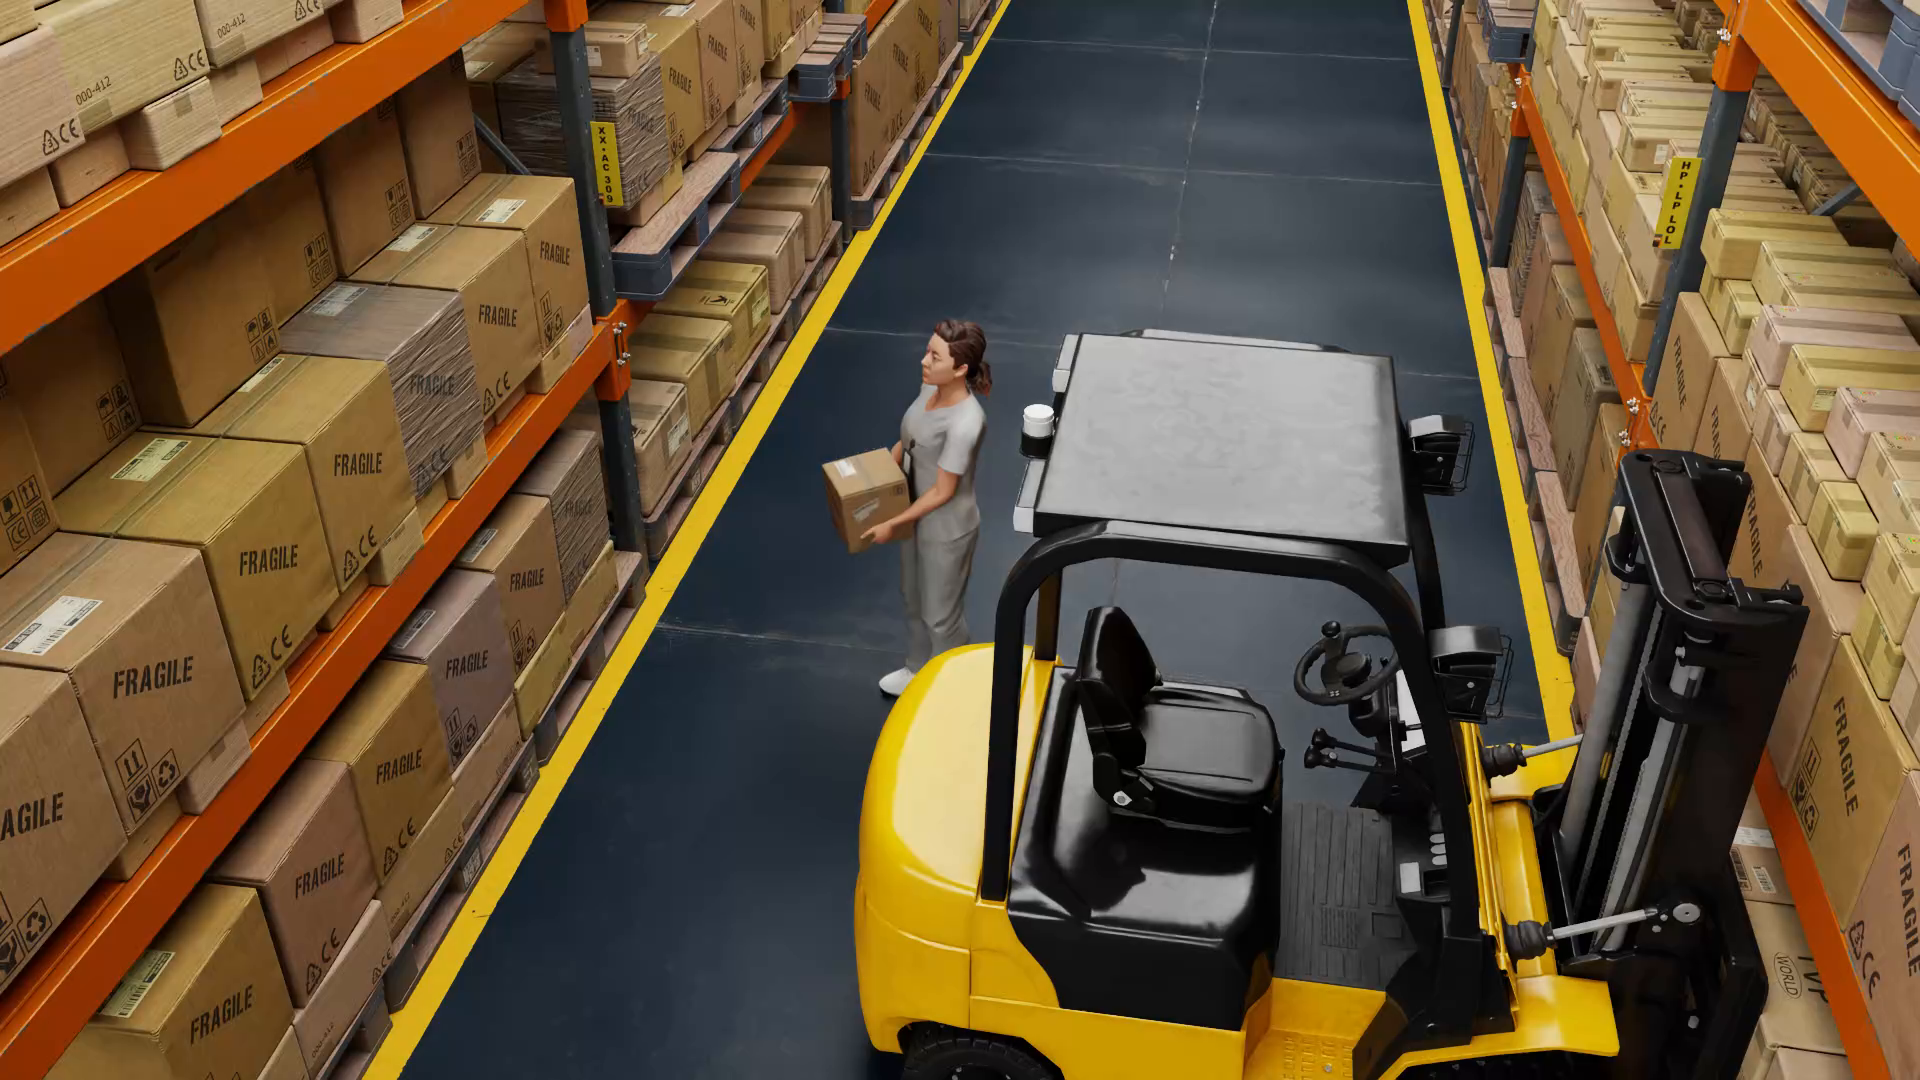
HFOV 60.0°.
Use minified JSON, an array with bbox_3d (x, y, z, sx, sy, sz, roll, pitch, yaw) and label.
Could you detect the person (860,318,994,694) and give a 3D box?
[{"bbox_3d":[-0.147,-0.007,6.226,0.536,1.591,0.444,-11,34,-16],"label":"person"}]
